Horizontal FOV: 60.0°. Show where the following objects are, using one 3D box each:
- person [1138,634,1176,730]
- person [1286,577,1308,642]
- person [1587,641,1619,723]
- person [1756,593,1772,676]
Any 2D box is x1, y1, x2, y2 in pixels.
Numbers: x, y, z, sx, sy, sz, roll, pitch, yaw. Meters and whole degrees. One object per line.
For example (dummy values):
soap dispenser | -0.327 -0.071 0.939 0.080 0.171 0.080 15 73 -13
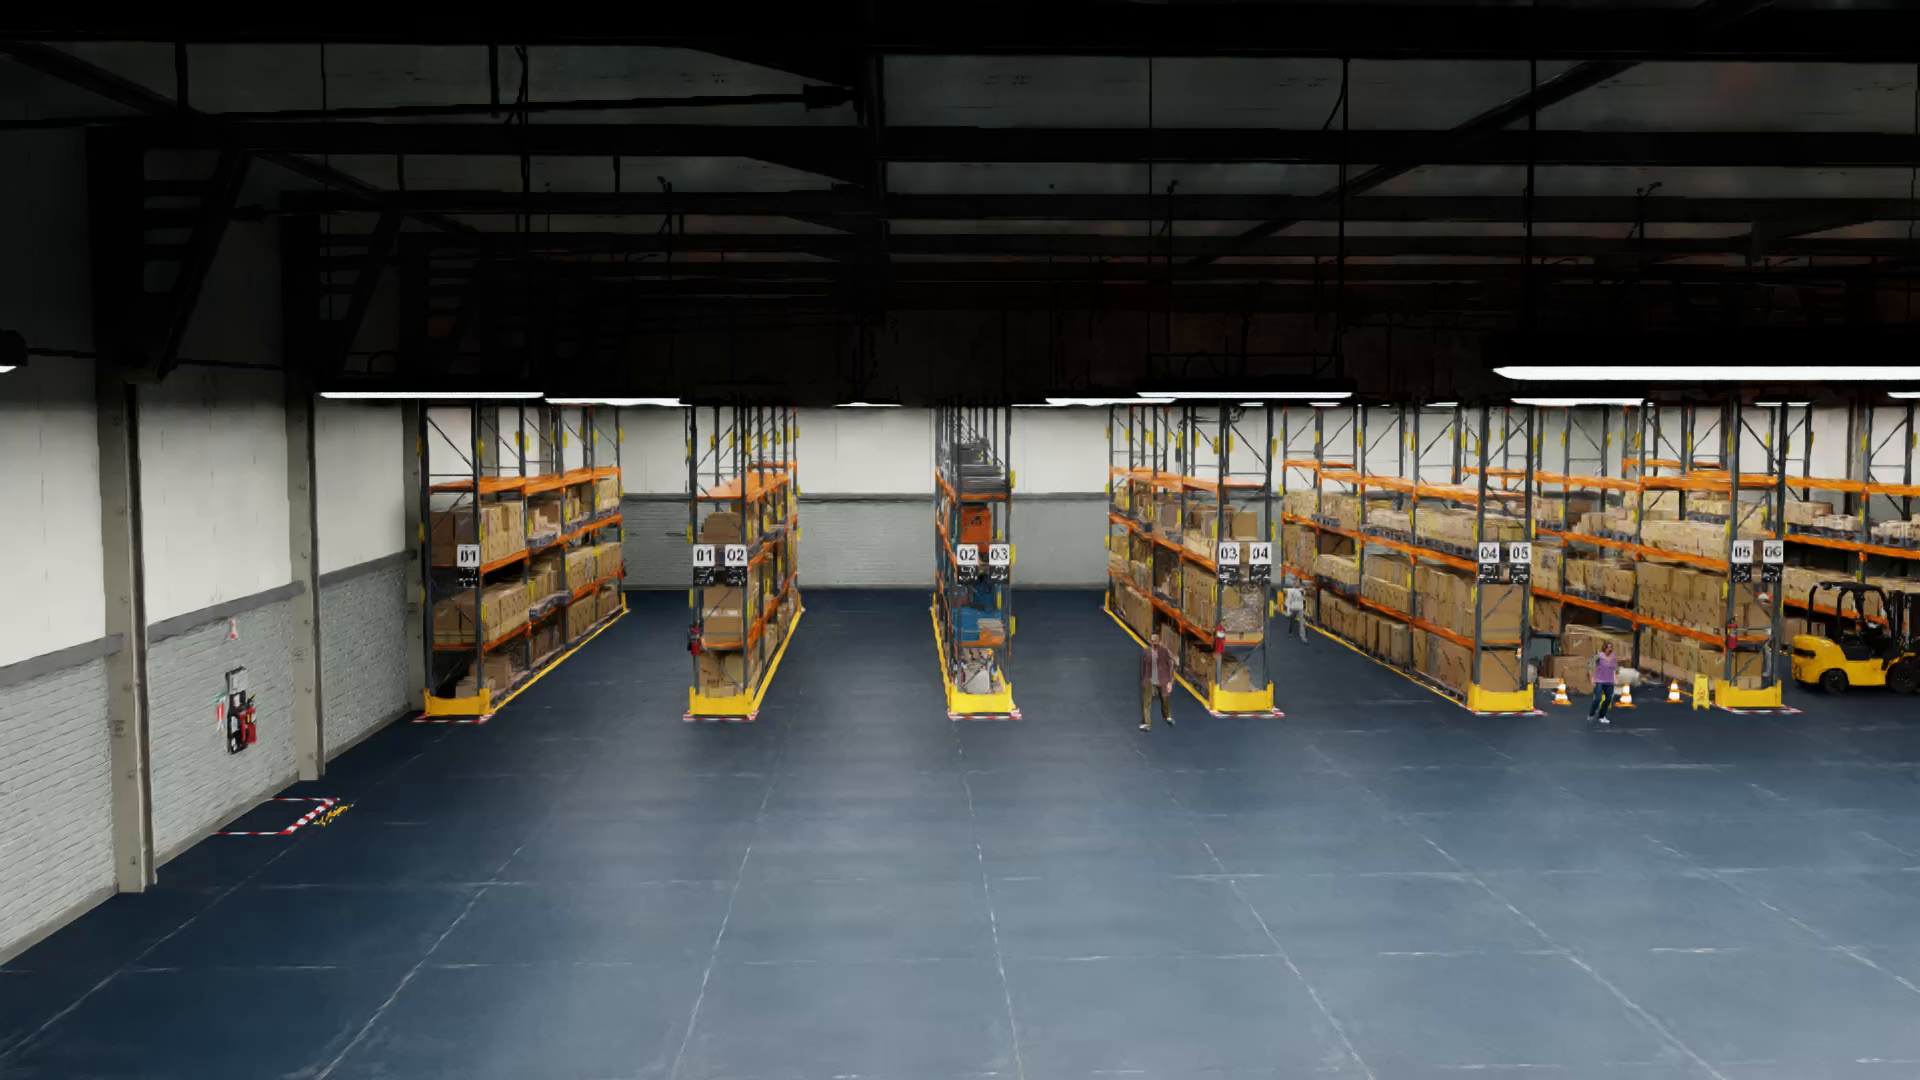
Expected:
person | 3.531 2.521 29.798 0.634 1.723 1.045 1 5 18
person | 8.276 1.687 40.963 0.495 1.589 1.086 0 4 0
person | 11.698 2.578 30.271 0.566 1.541 0.519 0 5 -5
person | 17.210 2.014 35.742 0.580 1.763 0.673 2 5 28
